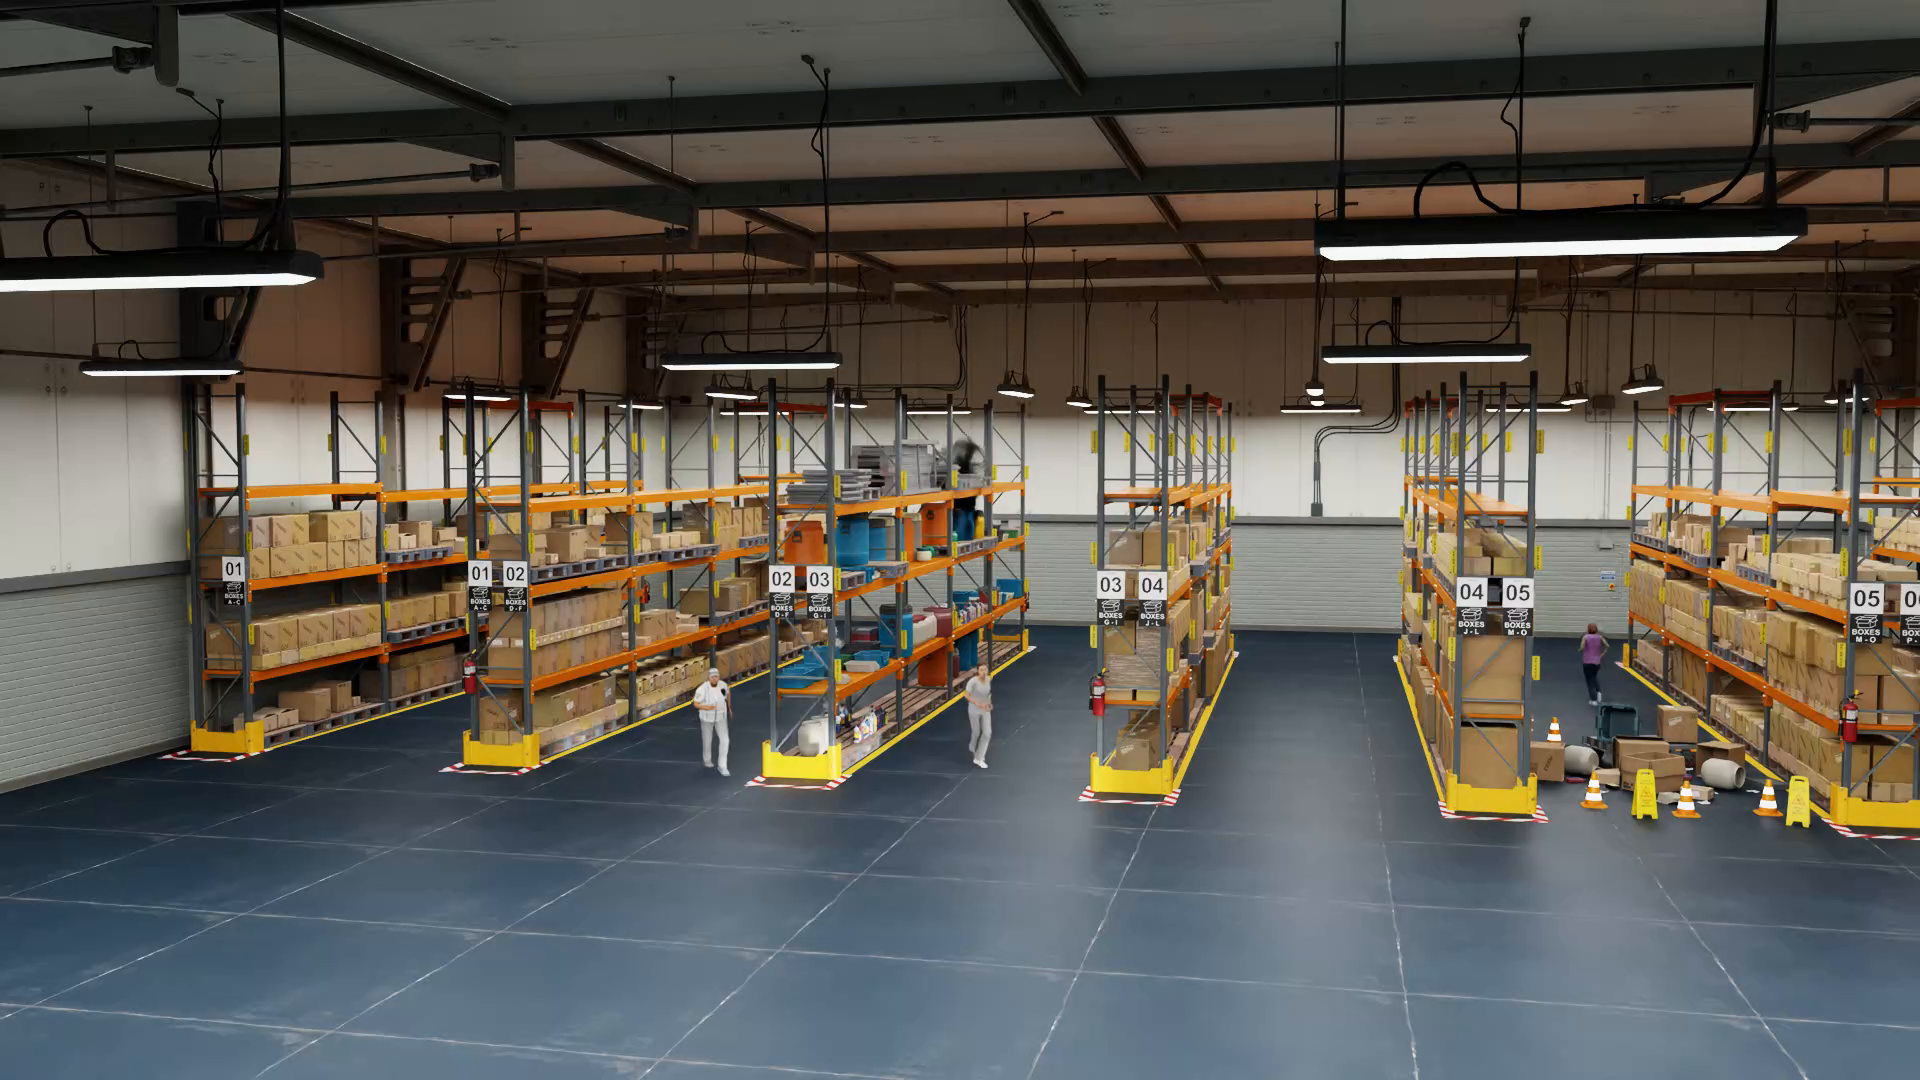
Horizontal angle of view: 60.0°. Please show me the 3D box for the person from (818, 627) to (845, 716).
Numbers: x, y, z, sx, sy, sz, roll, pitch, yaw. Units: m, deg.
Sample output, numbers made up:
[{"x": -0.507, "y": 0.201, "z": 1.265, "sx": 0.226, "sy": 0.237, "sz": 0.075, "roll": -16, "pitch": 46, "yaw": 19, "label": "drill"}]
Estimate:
[{"x": -2.323, "y": 2.361, "z": 30.412, "sx": 0.724, "sy": 1.613, "sz": 0.819, "roll": -1, "pitch": 3, "yaw": -17, "label": "person"}]

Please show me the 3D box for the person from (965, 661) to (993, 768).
[{"x": 0.261, "y": 2.809, "z": 26.011, "sx": 0.538, "sy": 1.404, "sz": 0.834, "roll": -1, "pitch": 4, "yaw": -21, "label": "person"}]

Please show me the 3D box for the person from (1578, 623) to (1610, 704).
[{"x": 12.190, "y": 2.371, "z": 32.072, "sx": 0.546, "sy": 1.564, "sz": 0.605, "roll": 0, "pitch": 3, "yaw": 1, "label": "person"}]

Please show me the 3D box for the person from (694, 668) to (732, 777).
[{"x": -3.763, "y": 2.751, "z": 25.299, "sx": 0.607, "sy": 1.663, "sz": 0.911, "roll": -1, "pitch": 3, "yaw": -17, "label": "person"}]
